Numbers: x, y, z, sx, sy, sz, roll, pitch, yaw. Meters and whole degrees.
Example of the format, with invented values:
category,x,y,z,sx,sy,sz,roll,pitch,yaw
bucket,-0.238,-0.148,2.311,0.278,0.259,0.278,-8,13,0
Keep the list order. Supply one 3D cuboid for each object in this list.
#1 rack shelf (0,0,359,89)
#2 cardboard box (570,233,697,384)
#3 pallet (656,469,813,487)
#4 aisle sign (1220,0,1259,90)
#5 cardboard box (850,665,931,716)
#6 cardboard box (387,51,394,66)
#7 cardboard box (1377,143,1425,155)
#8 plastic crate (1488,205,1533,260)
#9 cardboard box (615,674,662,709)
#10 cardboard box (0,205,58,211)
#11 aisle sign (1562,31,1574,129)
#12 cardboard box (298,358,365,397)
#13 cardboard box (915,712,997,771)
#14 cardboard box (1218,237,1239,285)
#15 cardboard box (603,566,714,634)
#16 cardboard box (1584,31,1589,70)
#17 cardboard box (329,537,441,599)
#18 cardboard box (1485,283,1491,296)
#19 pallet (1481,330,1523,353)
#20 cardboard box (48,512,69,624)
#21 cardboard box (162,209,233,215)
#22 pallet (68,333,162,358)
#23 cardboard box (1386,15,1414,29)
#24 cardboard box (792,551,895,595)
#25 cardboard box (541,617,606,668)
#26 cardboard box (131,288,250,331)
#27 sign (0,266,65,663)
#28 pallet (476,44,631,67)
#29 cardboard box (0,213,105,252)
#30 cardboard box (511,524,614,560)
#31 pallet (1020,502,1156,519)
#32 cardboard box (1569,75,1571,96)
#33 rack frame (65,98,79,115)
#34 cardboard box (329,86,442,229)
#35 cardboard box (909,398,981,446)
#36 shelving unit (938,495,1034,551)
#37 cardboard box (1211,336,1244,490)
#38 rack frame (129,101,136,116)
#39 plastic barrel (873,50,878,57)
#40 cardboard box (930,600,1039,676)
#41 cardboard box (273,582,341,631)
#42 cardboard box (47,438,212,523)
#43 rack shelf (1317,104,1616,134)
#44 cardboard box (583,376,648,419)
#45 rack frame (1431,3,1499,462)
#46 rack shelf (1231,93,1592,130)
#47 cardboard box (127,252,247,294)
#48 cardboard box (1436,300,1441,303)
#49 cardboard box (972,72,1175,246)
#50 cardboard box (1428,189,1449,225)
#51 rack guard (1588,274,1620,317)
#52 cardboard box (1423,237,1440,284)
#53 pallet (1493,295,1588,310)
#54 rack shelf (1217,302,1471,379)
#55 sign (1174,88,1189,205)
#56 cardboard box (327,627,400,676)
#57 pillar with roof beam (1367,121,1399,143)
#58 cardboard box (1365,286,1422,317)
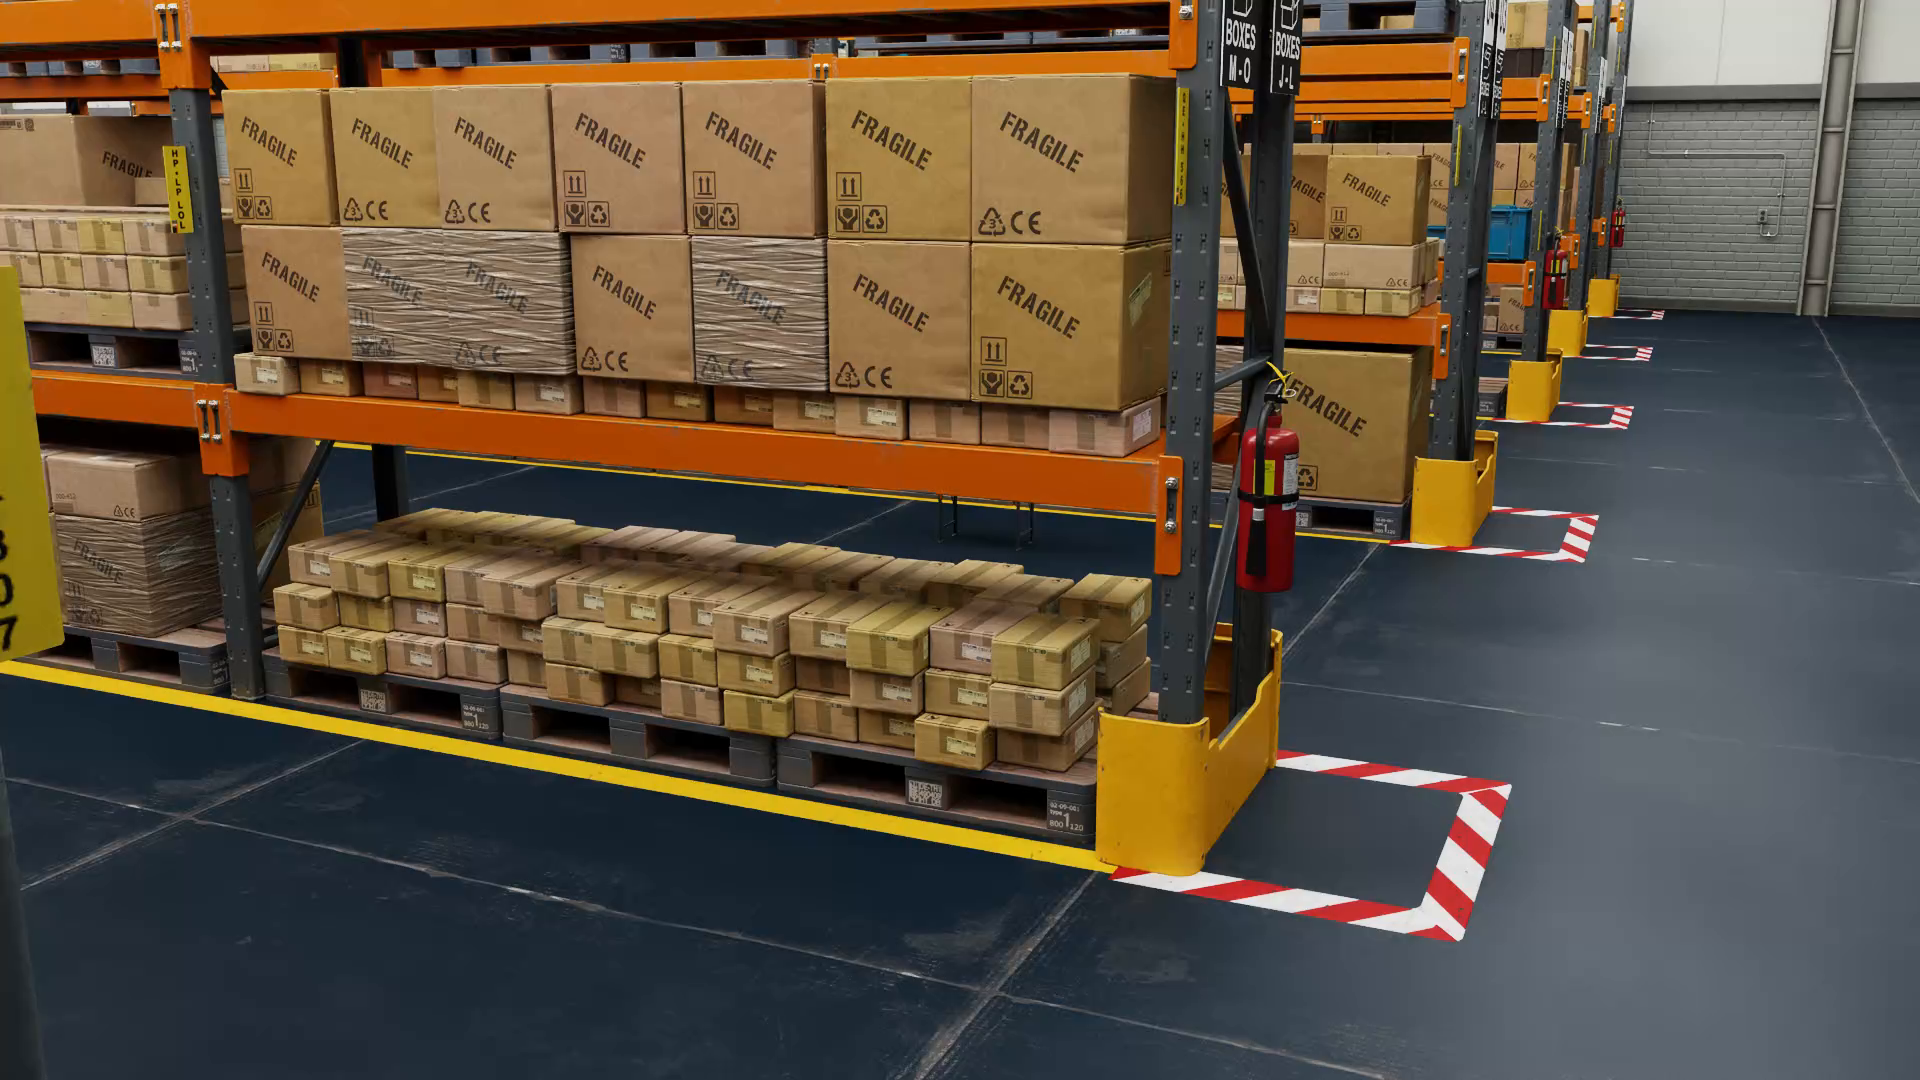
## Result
category,x,y,z,sx,sy,sz,roll,pitch,yaw
rack shelf,-4.605,-2.191,7.536,4.000,0.370,1.077,6,14,23
cardboard box,-1.023,-0.849,5.938,0.500,0.500,0.500,7,15,26
pallet,-1.411,-0.621,11.938,1.213,0.211,1.003,6,14,23
aisle sign,0.826,-1.722,4.837,0.004,0.787,0.394,6,14,23
cardboard box,-0.194,0.476,5.831,0.250,0.149,0.380,5,14,21
cardboard box,-4.659,-3.777,13.046,0.500,0.250,0.500,6,15,24
cardboard box,5.072,-4.282,19.028,0.500,0.500,0.500,6,15,25
plastic crate,4.606,-2.625,14.169,0.499,0.435,0.616,6,14,23
cardboard box,-1.100,0.508,6.345,0.250,0.149,0.380,6,15,25
cardboard box,-4.619,-1.568,8.200,0.250,0.149,0.380,7,15,26
aisle sign,5.174,-3.908,14.153,0.004,0.787,0.394,6,14,23
cardboard box,-2.384,-0.671,6.597,0.250,0.149,0.380,6,15,25
cardboard box,0.039,0.650,5.741,0.250,0.149,0.380,6,15,25
cardboard box,1.502,-1.708,10.144,0.500,0.250,0.500,5,14,21
cardboard box,-1.127,0.223,6.258,0.250,0.149,0.380,6,14,24
cardboard box,8.431,-6.780,23.065,0.500,0.500,0.500,5,14,21
cardboard box,-2.318,0.111,6.735,0.250,0.149,0.380,7,15,26
cardboard box,7.403,-3.780,23.852,0.500,0.500,0.700,5,14,21
pallet,6.199,-2.344,19.284,1.213,0.211,1.003,6,14,23
cardboard box,-4.024,0.053,7.515,0.500,0.500,0.500,5,14,22
cardboard box,-3.441,-1.449,7.693,0.250,0.149,0.380,6,14,24
pallet,-4.608,-0.998,7.862,1.213,0.211,1.003,6,14,23
cardboard box,5.179,-5.815,18.996,0.500,0.500,0.700,6,14,23
cardboard box,-0.450,0.165,6.506,0.250,0.149,0.380,6,15,25
cardboard box,-1.377,0.355,6.345,0.250,0.149,0.380,6,14,23
cardboard box,-3.220,-0.974,6.968,0.250,0.149,0.380,5,14,22
sign,-0.802,-0.058,1.368,0.005,0.325,0.100,6,14,23
pallet,-2.699,-3.510,11.994,1.213,0.211,1.003,7,15,26
cardboard box,-3.944,-1.337,7.217,0.250,0.149,0.380,6,14,23
cardboard box,-1.660,0.054,6.980,0.250,0.149,0.380,6,15,25
pallet,1.108,-0.366,10.852,1.213,0.211,1.003,6,14,23
cardboard box,6.421,-5.001,18.264,0.500,0.250,0.500,6,14,23
rack frame,-7.990,-2.663,14.537,0.127,3.000,1.000,6,14,23
cardboard box,-1.983,-1.439,6.262,0.500,0.500,0.500,5,14,22
cardboard box,0.020,-0.426,5.553,0.250,0.149,0.380,6,14,23
shelving unit,0.151,-0.569,9.553,0.503,1.200,0.258,6,14,23
cardboard box,1.532,-0.849,10.540,0.875,0.875,0.875,6,14,23
rack frame,-9.641,-4.068,20.523,0.127,3.000,1.000,6,14,23
plastic barrel,-0.645,-4.926,16.397,0.433,0.535,0.433,0,13,0
cardboard box,0.087,0.337,5.773,0.250,0.149,0.380,6,15,24
cardboard box,-2.575,0.243,6.823,0.250,0.149,0.380,7,15,26
cardboard box,-3.560,-0.265,7.228,0.500,0.250,0.500,5,14,22
rack shelf,7.172,-5.951,23.561,4.000,0.370,1.077,6,14,23
cardboard box,-1.163,-0.552,6.093,0.250,0.149,0.380,6,15,25
rack frame,2.982,-1.553,9.805,0.127,3.000,1.000,6,14,23
rack shelf,5.169,-4.916,19.150,4.000,0.370,1.077,6,14,23
cardboard box,-3.221,-1.119,6.935,0.250,0.149,0.380,6,15,25
cardboard box,5.701,-2.699,19.747,0.500,0.250,0.500,6,14,23
cardboard box,0.361,-1.197,5.229,0.500,0.500,0.500,5,14,22
cardboard box,5.548,-3.749,18.948,0.500,0.500,0.500,6,14,24
rack guard,9.023,-3.437,23.308,0.348,0.500,1.175,6,14,23
cardboard box,2.652,-1.725,10.218,0.500,0.250,0.500,5,14,22
pallet,8.238,-3.356,23.597,1.213,0.211,1.003,6,14,23
rack shelf,1.153,-1.387,10.676,4.000,0.370,1.077,6,14,23
sign,0.637,-1.129,4.776,0.005,0.325,0.100,6,14,23
cardboard box,-2.331,0.413,6.751,0.250,0.149,0.380,6,15,25
pillar with roof beam,4.590,-7.164,20.586,0.400,9.000,9.100,6,14,23
cardboard box,2.523,-1.394,9.681,0.250,0.149,0.380,6,15,24
